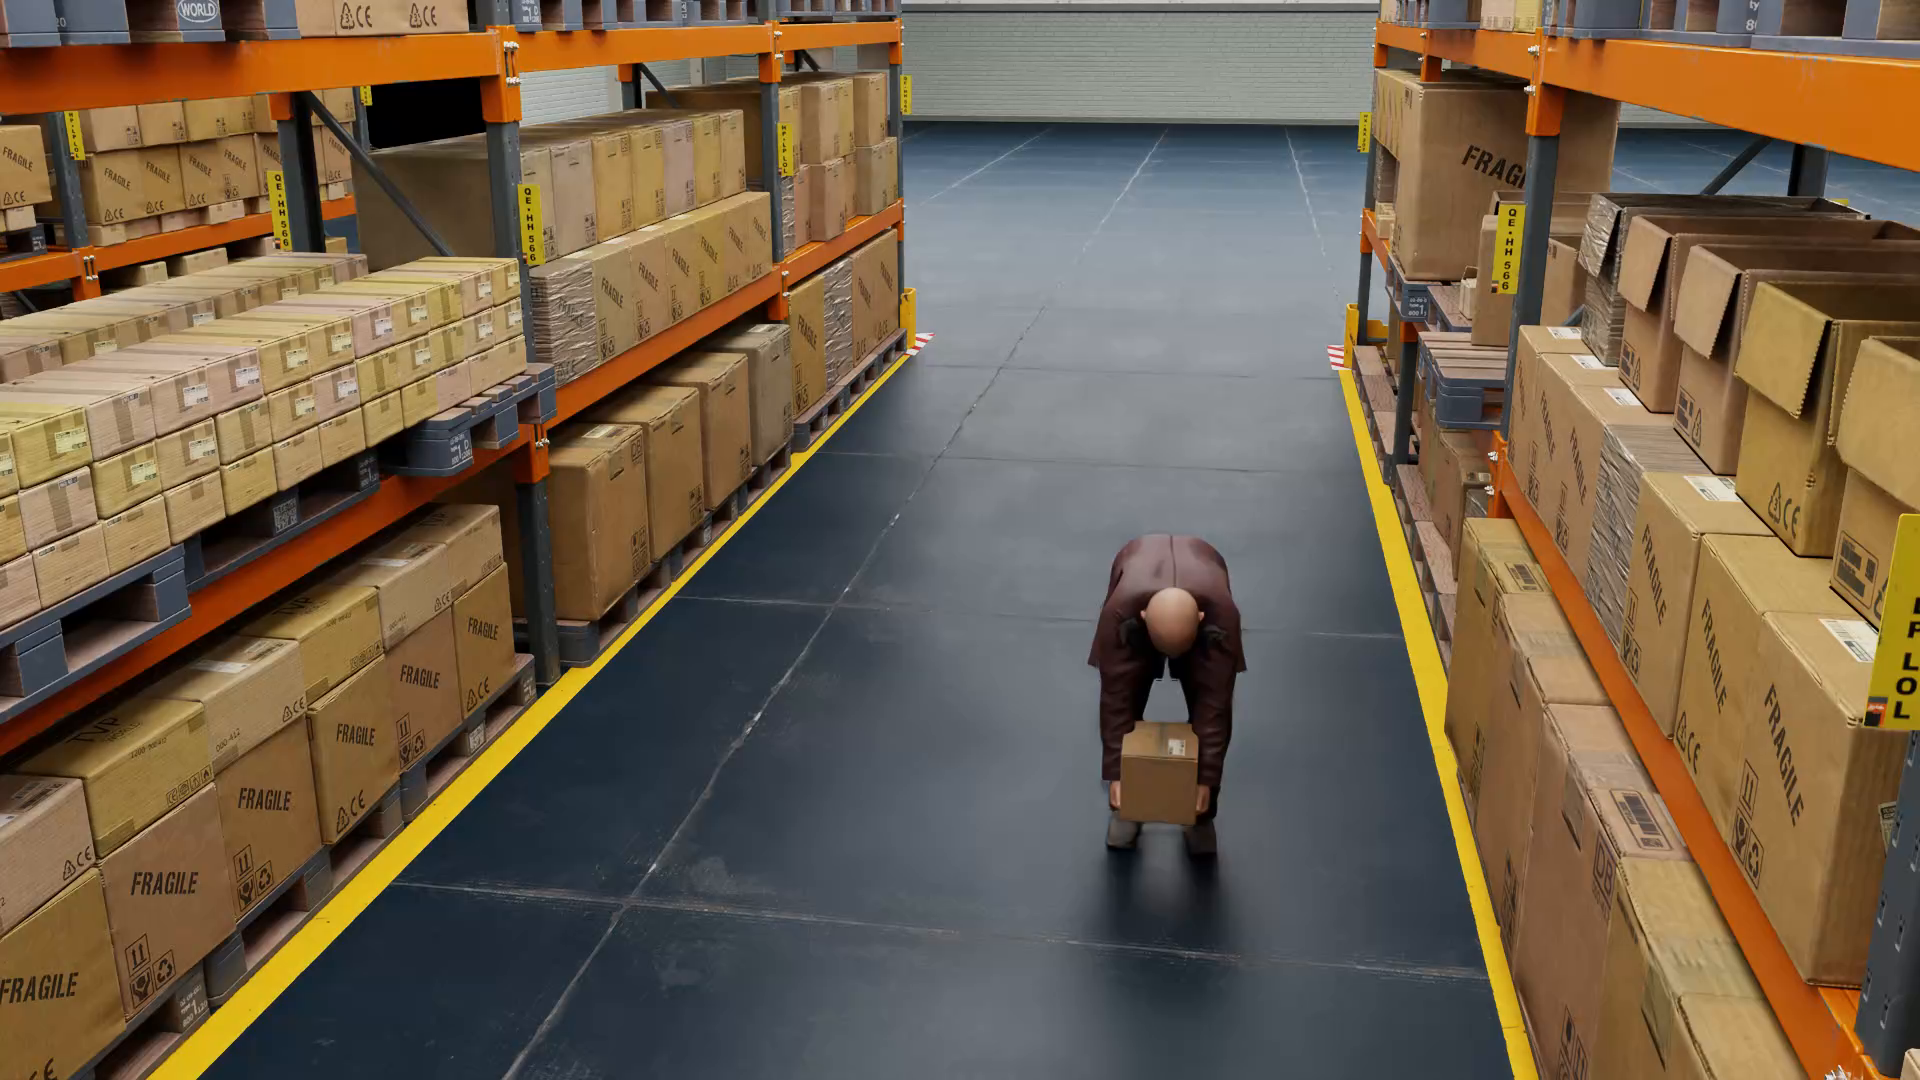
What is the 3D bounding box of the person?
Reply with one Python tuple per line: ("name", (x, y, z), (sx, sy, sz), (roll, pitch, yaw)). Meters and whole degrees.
("person", (0.708, 0.597, 5.732), (0.565, 1.153, 0.945), (2, 18, 7))
